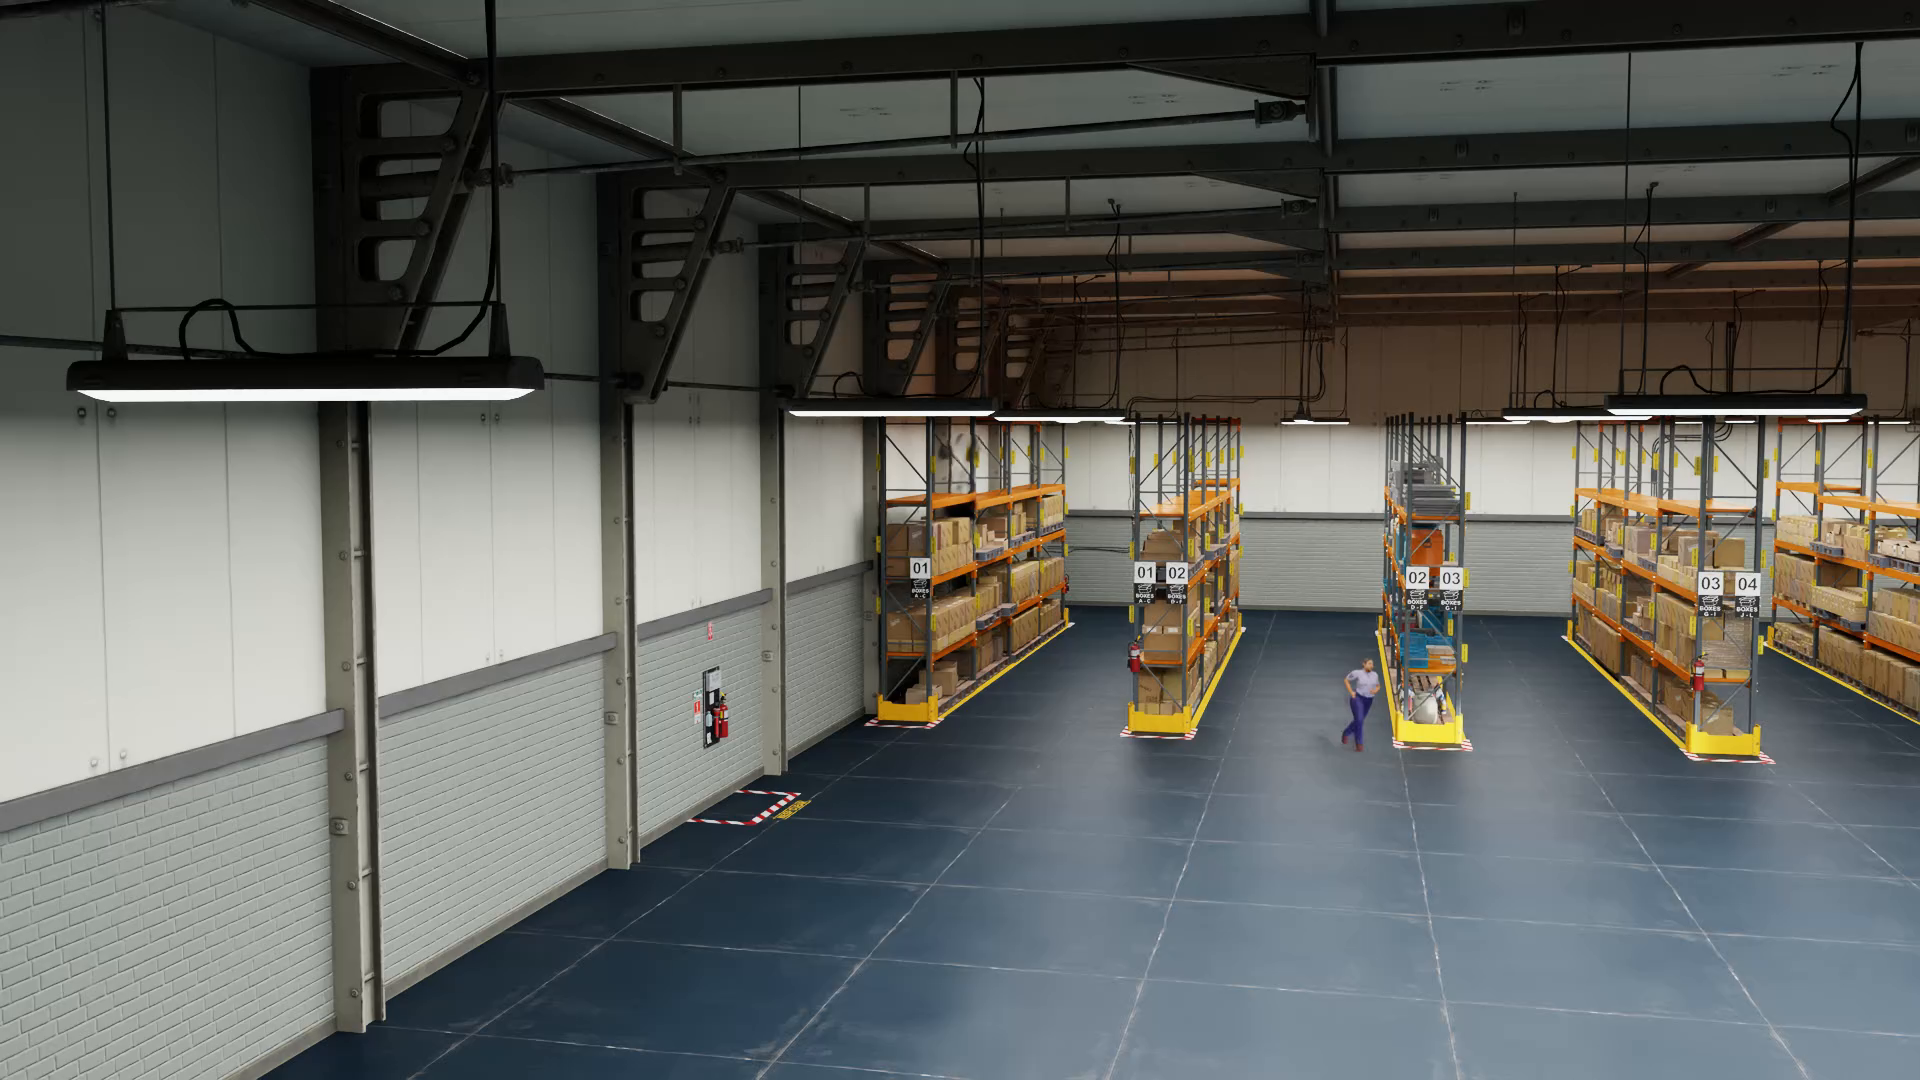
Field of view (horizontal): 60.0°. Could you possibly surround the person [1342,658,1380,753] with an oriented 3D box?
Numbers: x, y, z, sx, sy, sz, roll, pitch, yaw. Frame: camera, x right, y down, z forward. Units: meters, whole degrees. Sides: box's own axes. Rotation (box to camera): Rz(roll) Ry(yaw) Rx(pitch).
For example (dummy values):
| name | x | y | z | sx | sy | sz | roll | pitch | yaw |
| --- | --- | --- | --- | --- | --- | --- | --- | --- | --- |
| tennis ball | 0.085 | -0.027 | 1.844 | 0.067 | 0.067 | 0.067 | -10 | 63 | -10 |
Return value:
| name | x | y | z | sx | sy | sz | roll | pitch | yaw |
| --- | --- | --- | --- | --- | --- | --- | --- | --- | --- |
| person | 7.200 | 2.910 | 29.722 | 0.653 | 1.636 | 0.869 | -1 | 4 | -21 |
